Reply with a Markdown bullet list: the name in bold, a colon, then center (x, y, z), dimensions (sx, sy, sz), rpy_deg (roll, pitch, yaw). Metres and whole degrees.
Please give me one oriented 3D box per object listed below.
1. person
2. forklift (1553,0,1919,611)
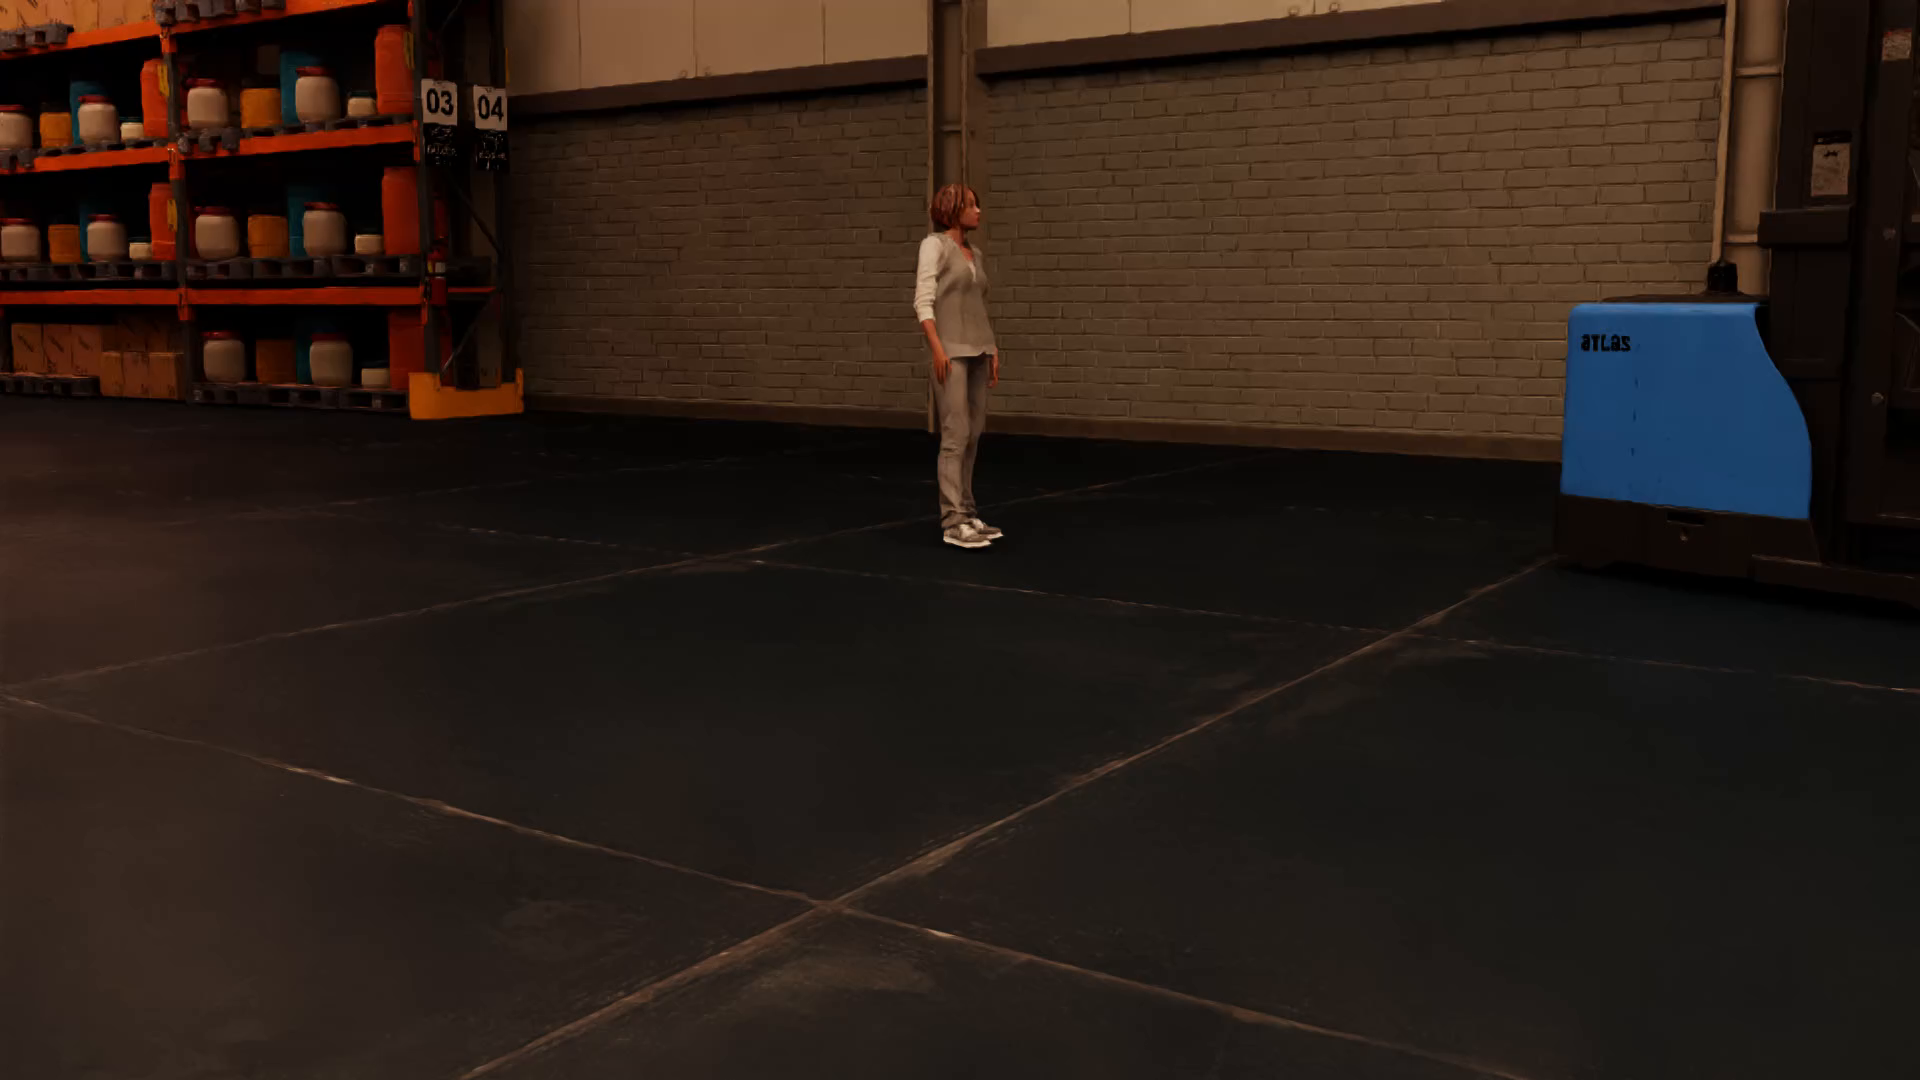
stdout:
- **person**: center (0.054, -0.790, 7.438), dimensions (0.474, 1.597, 0.521), rpy_deg (5, 10, 34)
- **forklift**: center (3.685, -1.205, 5.669), dimensions (1.130, 2.935, 3.031), rpy_deg (-6, 10, -36)
